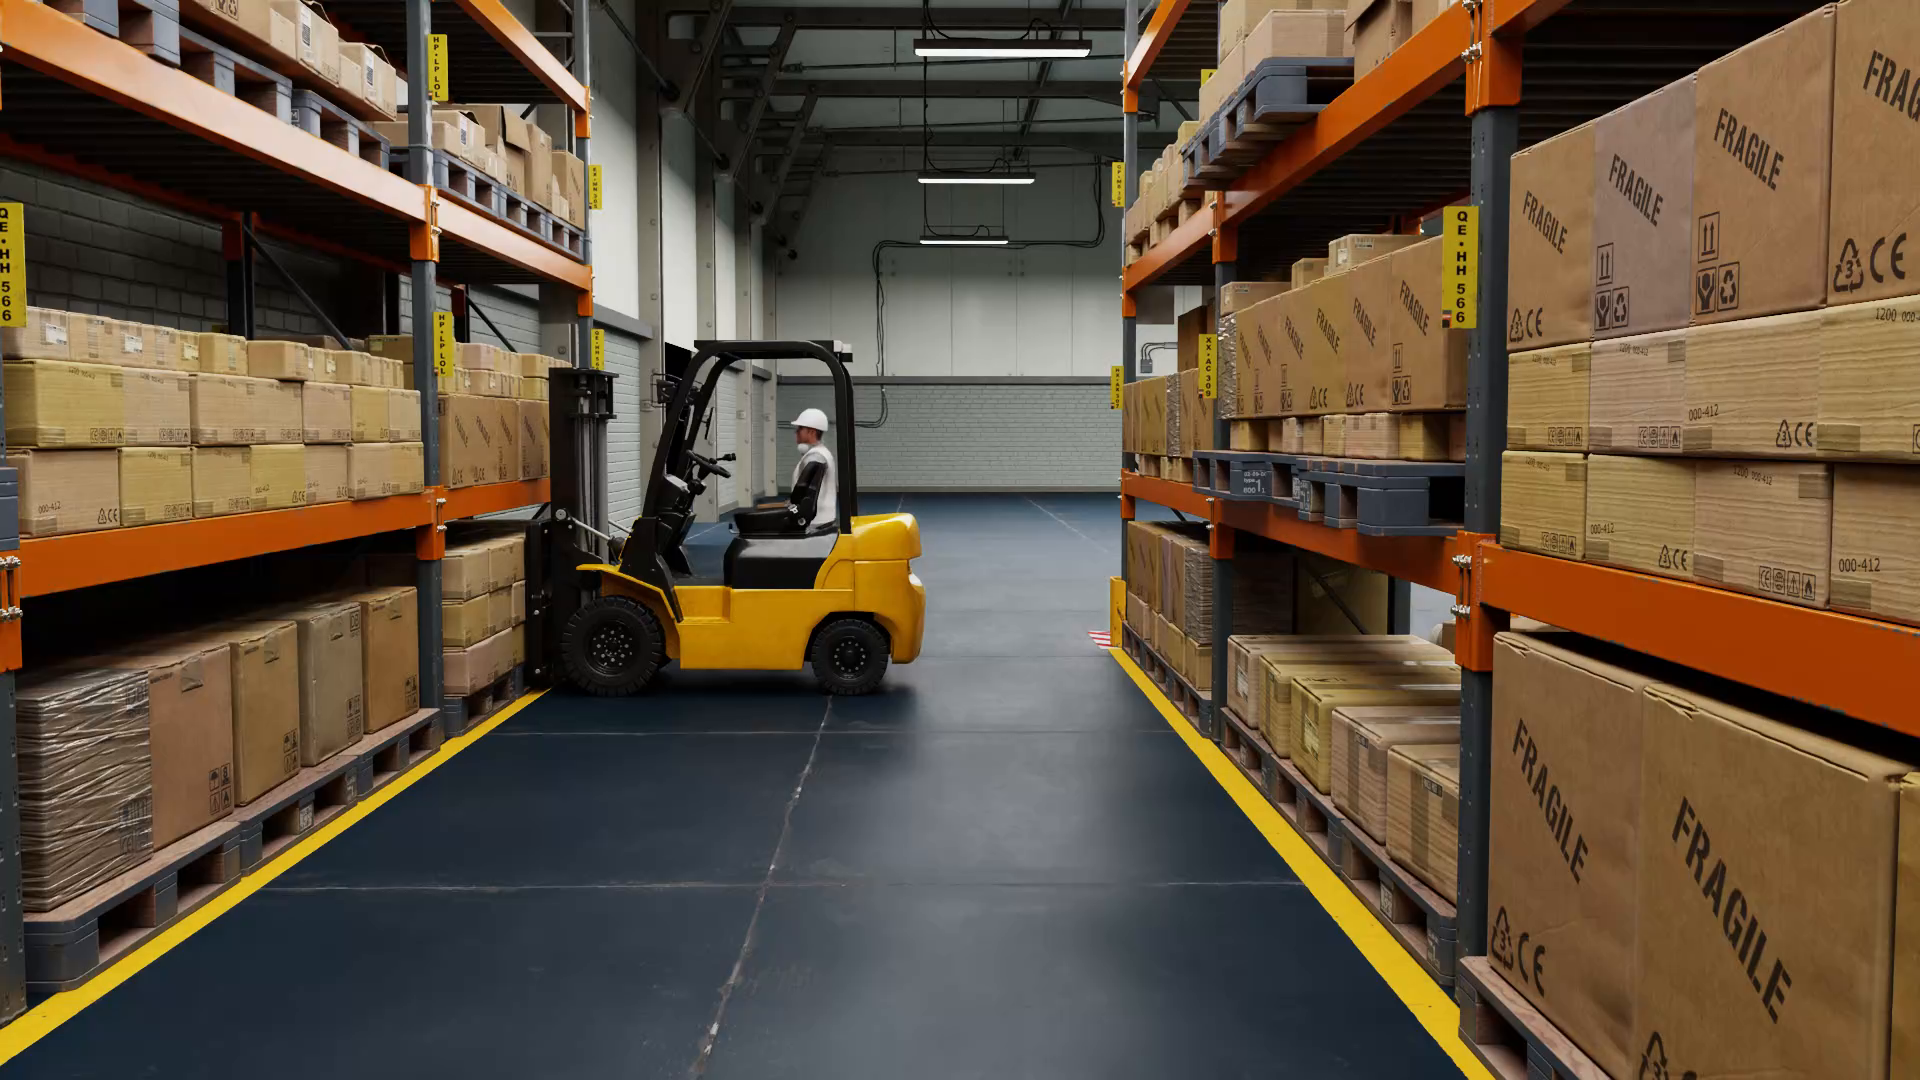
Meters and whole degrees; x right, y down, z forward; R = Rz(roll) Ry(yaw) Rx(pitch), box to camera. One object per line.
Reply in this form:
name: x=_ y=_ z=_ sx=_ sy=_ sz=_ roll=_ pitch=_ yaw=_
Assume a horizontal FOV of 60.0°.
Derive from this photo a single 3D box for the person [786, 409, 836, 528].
person: x=-1.214 y=-0.117 z=12.780 sx=0.522 sy=1.779 sz=0.532 roll=0 pitch=4 yaw=-2
